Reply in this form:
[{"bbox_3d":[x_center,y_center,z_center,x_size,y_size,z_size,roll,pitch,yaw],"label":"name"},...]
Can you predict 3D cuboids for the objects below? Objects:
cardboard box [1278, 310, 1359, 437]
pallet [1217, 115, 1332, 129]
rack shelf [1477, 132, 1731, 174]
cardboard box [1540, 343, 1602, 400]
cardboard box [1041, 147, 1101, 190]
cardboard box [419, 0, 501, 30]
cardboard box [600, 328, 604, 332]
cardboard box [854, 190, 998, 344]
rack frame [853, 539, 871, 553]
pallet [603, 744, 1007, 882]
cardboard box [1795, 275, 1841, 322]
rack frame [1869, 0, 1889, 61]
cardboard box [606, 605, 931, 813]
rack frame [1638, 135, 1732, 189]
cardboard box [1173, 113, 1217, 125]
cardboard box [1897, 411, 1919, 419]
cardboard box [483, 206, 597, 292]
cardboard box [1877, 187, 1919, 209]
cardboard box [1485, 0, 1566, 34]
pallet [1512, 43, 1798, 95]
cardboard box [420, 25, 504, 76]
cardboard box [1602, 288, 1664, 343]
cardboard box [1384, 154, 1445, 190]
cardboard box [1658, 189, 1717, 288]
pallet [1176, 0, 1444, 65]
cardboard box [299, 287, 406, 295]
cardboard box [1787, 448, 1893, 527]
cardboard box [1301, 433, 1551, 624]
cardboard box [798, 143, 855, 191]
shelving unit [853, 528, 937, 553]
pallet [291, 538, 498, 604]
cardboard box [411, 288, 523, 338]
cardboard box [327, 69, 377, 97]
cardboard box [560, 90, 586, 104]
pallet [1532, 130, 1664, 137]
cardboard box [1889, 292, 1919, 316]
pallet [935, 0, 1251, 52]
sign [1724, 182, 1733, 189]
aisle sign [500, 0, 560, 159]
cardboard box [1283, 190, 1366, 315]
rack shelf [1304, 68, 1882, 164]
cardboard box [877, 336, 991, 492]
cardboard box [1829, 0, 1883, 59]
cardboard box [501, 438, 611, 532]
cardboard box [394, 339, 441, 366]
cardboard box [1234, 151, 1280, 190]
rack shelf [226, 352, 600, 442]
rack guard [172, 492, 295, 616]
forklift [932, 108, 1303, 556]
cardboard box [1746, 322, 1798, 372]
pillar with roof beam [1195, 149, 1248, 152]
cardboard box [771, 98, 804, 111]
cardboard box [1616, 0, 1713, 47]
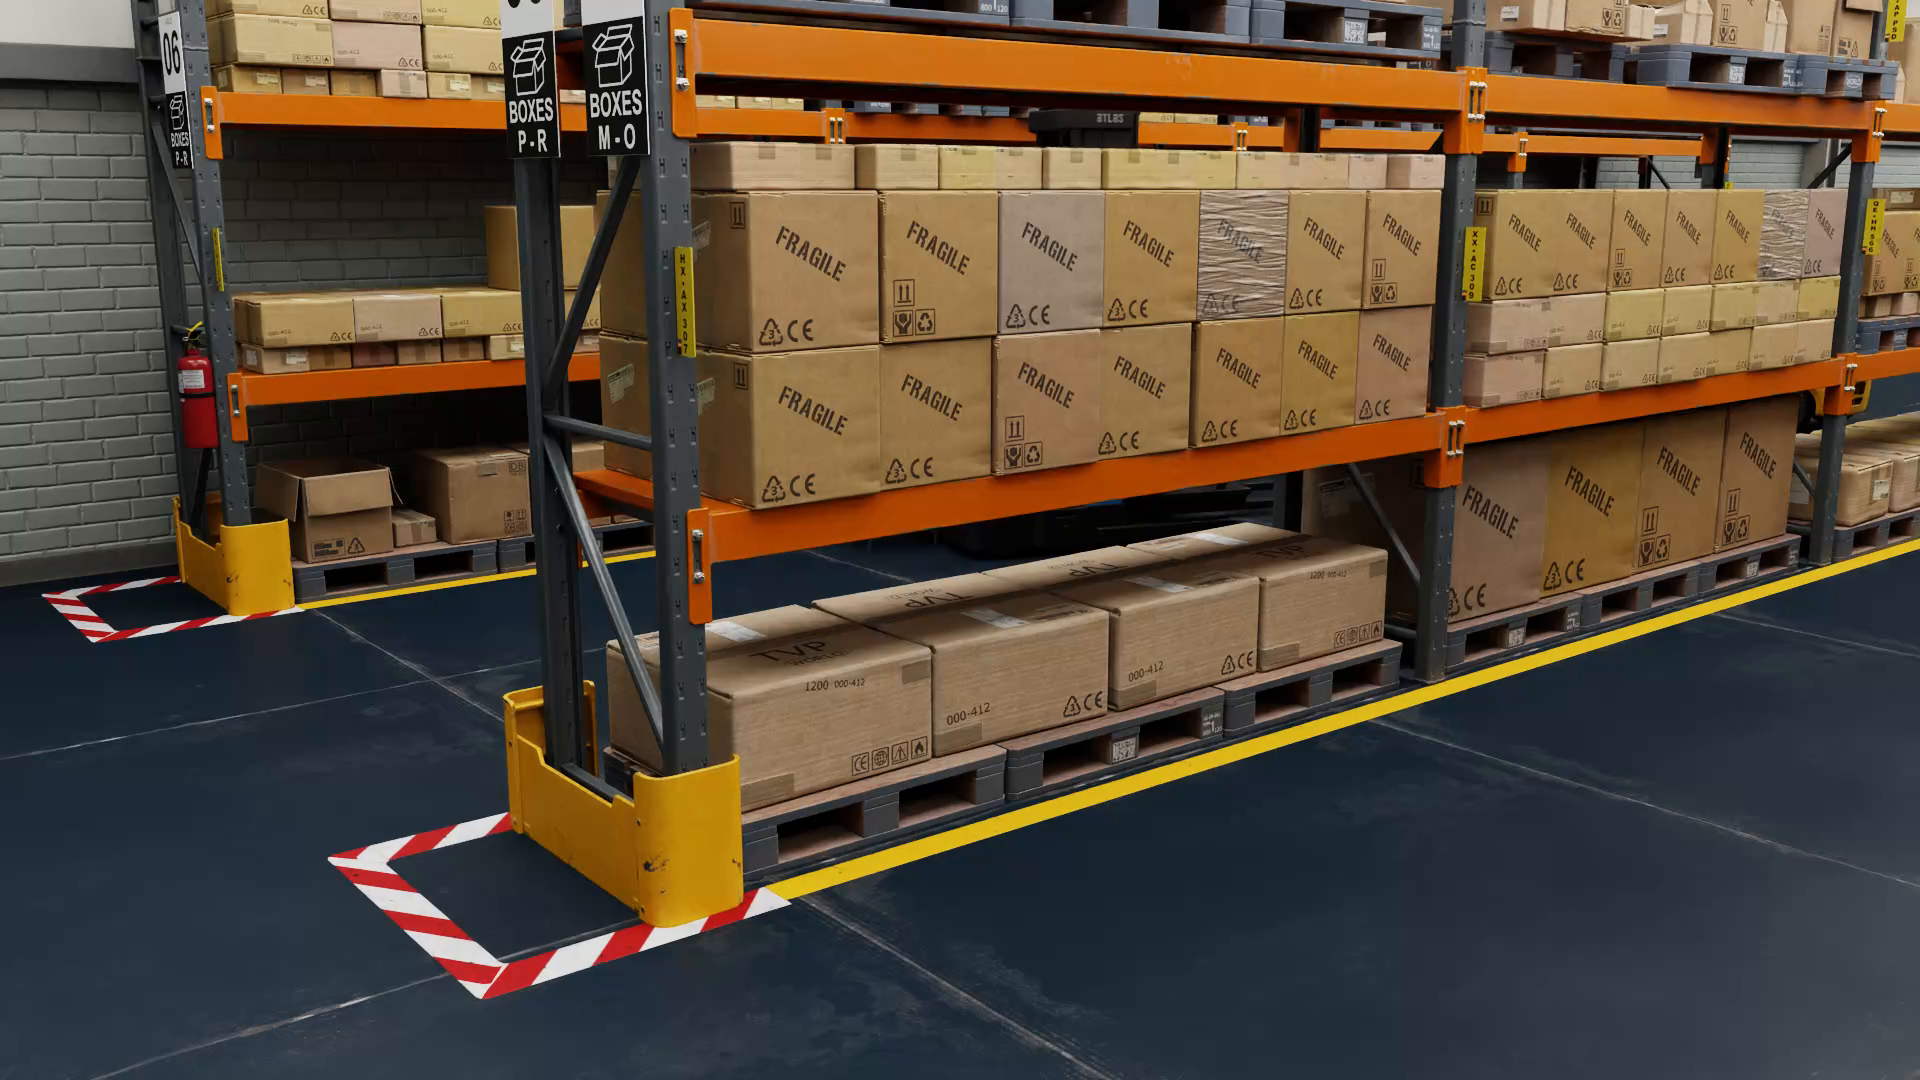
[{"bbox_3d":[1.354,-0.743,7.166,0.500,0.500,0.500,-10,16,-39],"label":"cardboard box"},{"bbox_3d":[2.448,-3.665,14.399,1.003,0.211,1.213,-9,15,-35],"label":"pallet"},{"bbox_3d":[6.659,-4.081,17.637,4.000,0.370,1.077,-9,15,-38],"label":"rack shelf"},{"bbox_3d":[2.866,-0.872,8.374,0.500,0.250,0.500,-10,16,-39],"label":"cardboard box"},{"bbox_3d":[0.303,-1.367,6.135,0.250,0.149,0.380,-9,15,-37],"label":"cardboard box"},{"bbox_3d":[-2.977,-3.080,9.633,0.500,0.250,0.500,-10,15,-39],"label":"cardboard box"},{"bbox_3d":[-2.293,-1.305,10.659,0.250,0.149,0.380,-9,15,-37],"label":"cardboard box"},{"bbox_3d":[-0.217,-0.967,5.812,0.500,0.500,0.500,-10,16,-39],"label":"cardboard box"},{"bbox_3d":[-0.639,-0.528,10.727,0.015,1.200,0.240,-7,14,-29],"label":"rack frame"},{"bbox_3d":[-0.594,0.903,6.368,1.213,0.211,1.003,-9,15,-38],"label":"pallet"},{"bbox_3d":[4.858,-1.450,9.892,0.500,0.250,0.500,-10,15,-38],"label":"cardboard box"},{"bbox_3d":[5.078,-4.317,9.795,0.127,3.000,1.000,-9,15,-38],"label":"rack frame"},{"bbox_3d":[-0.716,0.602,6.232,0.875,0.438,0.875,-10,16,-40],"label":"cardboard box"},{"bbox_3d":[8.221,-3.225,19.096,0.127,3.000,1.000,-9,15,-38],"label":"rack frame"},{"bbox_3d":[1.725,-3.475,13.412,0.500,0.250,0.500,-10,16,-40],"label":"cardboard box"},{"bbox_3d":[7.793,-0.753,12.770,0.625,0.372,0.950,-9,15,-37],"label":"cardboard box"},{"bbox_3d":[-2.579,-1.798,10.214,0.500,0.500,0.500,-9,15,-36],"label":"cardboard box"},{"bbox_3d":[6.829,-2.457,11.951,0.250,0.149,0.380,-8,15,-35],"label":"cardboard box"},{"bbox_3d":[2.564,-2.479,7.671,0.258,0.266,0.396,-10,15,-38],"label":"cardboard box"},{"bbox_3d":[3.737,-2.520,9.007,1.213,0.211,1.003,-9,15,-35],"label":"pallet"},{"bbox_3d":[-2.964,-2.835,9.684,0.500,0.250,0.500,-10,16,-39],"label":"cardboard box"},{"bbox_3d":[3.274,-1.179,8.619,0.500,0.250,0.500,-9,15,-37],"label":"cardboard box"},{"bbox_3d":[1.913,-1.627,7.361,0.250,0.149,0.380,-10,15,-39],"label":"cardboard box"},{"bbox_3d":[3.650,-1.615,8.866,0.500,0.500,0.500,-10,15,-39],"label":"cardboard box"},{"bbox_3d":[1.309,-2.183,7.180,1.213,0.211,1.003,-9,15,-38],"label":"pallet"},{"bbox_3d":[-3.676,-1.391,10.101,0.500,0.250,0.500,-9,15,-37],"label":"cardboard box"},{"bbox_3d":[5.525,-0.374,10.985,0.625,0.372,0.950,-11,16,-41],"label":"cardboard box"},{"bbox_3d":[2.388,-0.123,8.591,0.875,0.875,0.875,-9,15,-36],"label":"cardboard box"},{"bbox_3d":[-0.559,-1.247,5.568,0.250,0.149,0.380,-9,15,-36],"label":"cardboard box"},{"bbox_3d":[-0.427,-0.553,10.845,0.503,1.200,0.258,-7,14,-29],"label":"shelving unit"},{"bbox_3d":[-3.592,0.102,10.143,1.213,0.211,1.003,-9,15,-38],"label":"pallet"},{"bbox_3d":[-2.963,-1.368,9.995,0.500,0.250,0.500,-10,15,-39],"label":"cardboard box"},{"bbox_3d":[-3.479,-2.566,9.374,0.250,0.149,0.380,-9,15,-37],"label":"cardboard box"},{"bbox_3d":[-2.429,-2.713,10.069,0.250,0.149,0.380,-9,15,-37],"label":"cardboard box"},{"bbox_3d":[6.699,-4.403,17.632,1.213,0.211,1.003,-9,15,-38],"label":"pallet"},{"bbox_3d":[5.932,-1.536,10.737,0.250,0.149,0.380,-11,16,-41],"label":"cardboard box"},{"bbox_3d":[0.357,-2.026,6.438,1.213,0.211,1.003,-9,15,-38],"label":"pallet"},{"bbox_3d":[8.549,-3.818,18.528,0.005,0.325,0.100,-9,15,-38],"label":"sign"},{"bbox_3d":[-1.419,-1.657,5.452,0.004,0.787,0.394,-9,15,-38],"label":"aisle sign"},{"bbox_3d":[1.357,-1.231,7.057,0.500,0.500,0.500,-10,15,-38],"label":"cardboard box"},{"bbox_3d":[3.516,-2.238,8.959,4.000,0.370,1.077,-9,15,-38],"label":"rack shelf"},{"bbox_3d":[-0.237,-0.479,5.924,0.500,0.500,0.500,-10,15,-38],"label":"cardboard box"},{"bbox_3d":[4.878,-3.032,9.707,0.637,0.503,0.797,-11,16,-41],"label":"cardboard box"},{"bbox_3d":[-2.569,-0.353,10.576,0.500,0.500,0.500,-9,15,-37],"label":"cardboard box"},{"bbox_3d":[-3.256,-1.127,9.822,0.250,0.149,0.380,-9,15,-36],"label":"cardboard box"},{"bbox_3d":[1.079,-1.506,6.789,0.250,0.149,0.380,-10,15,-38],"label":"cardboard box"},{"bbox_3d":[-2.711,-1.057,10.616,4.000,0.370,1.077,-9,15,-38],"label":"rack shelf"},{"bbox_3d":[-4.214,0.064,9.625,0.348,0.500,1.175,-9,15,-38],"label":"rack guard"},{"bbox_3d":[1.308,-1.497,11.123,3.031,2.935,1.130,-4,13,-19],"label":"forklift"},{"bbox_3d":[4.456,-1.133,9.602,0.500,0.250,0.500,-9,15,-37],"label":"cardboard box"},{"bbox_3d":[5.118,-4.739,11.781,0.400,9.000,9.100,-9,15,-38],"label":"pillar with roof beam"},{"bbox_3d":[-1.246,-2.918,11.032,0.250,0.149,0.380,-10,15,-38],"label":"cardboard box"},{"bbox_3d":[3.600,-2.651,8.482,0.258,0.266,0.396,-8,14,-33],"label":"cardboard box"}]
